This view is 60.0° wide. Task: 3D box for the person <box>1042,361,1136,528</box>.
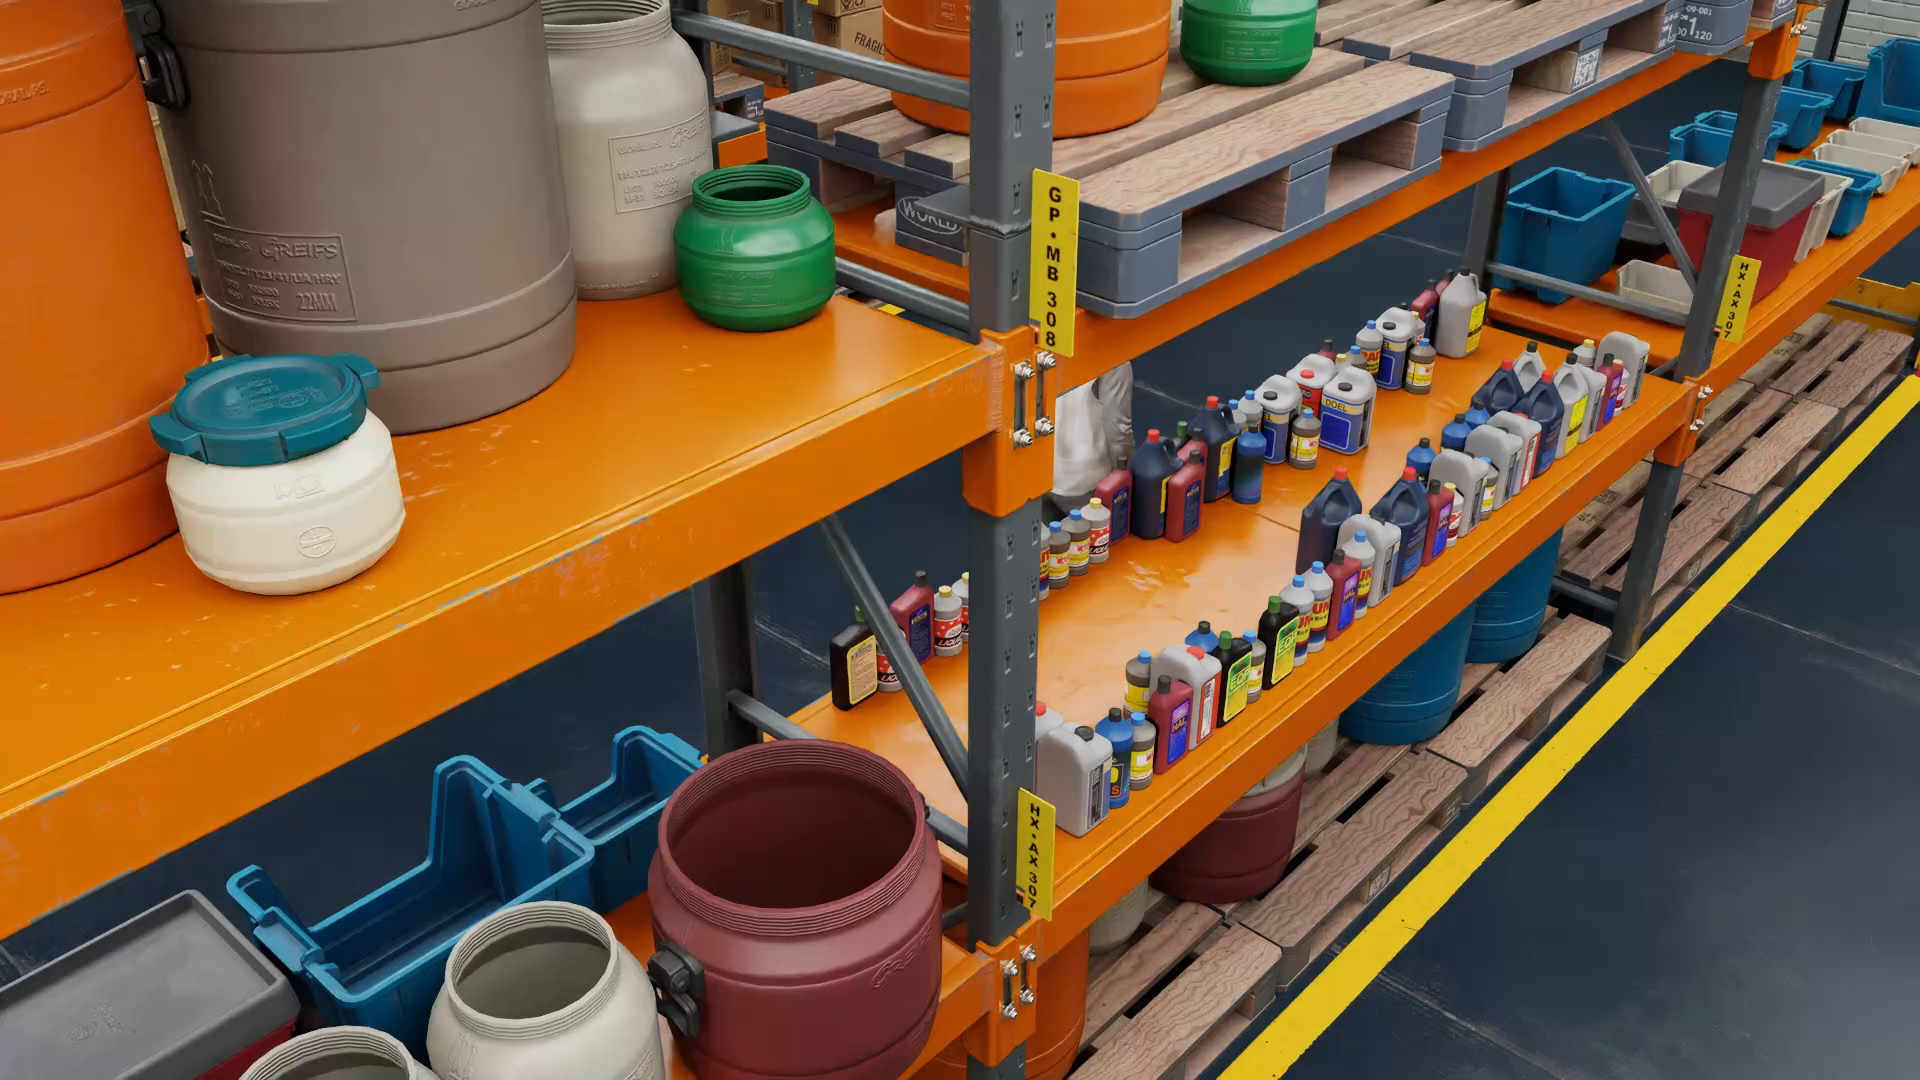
[{"bbox_3d":[0.441,-0.302,6.607,0.593,1.773,0.457,23,38,33],"label":"person"}]
